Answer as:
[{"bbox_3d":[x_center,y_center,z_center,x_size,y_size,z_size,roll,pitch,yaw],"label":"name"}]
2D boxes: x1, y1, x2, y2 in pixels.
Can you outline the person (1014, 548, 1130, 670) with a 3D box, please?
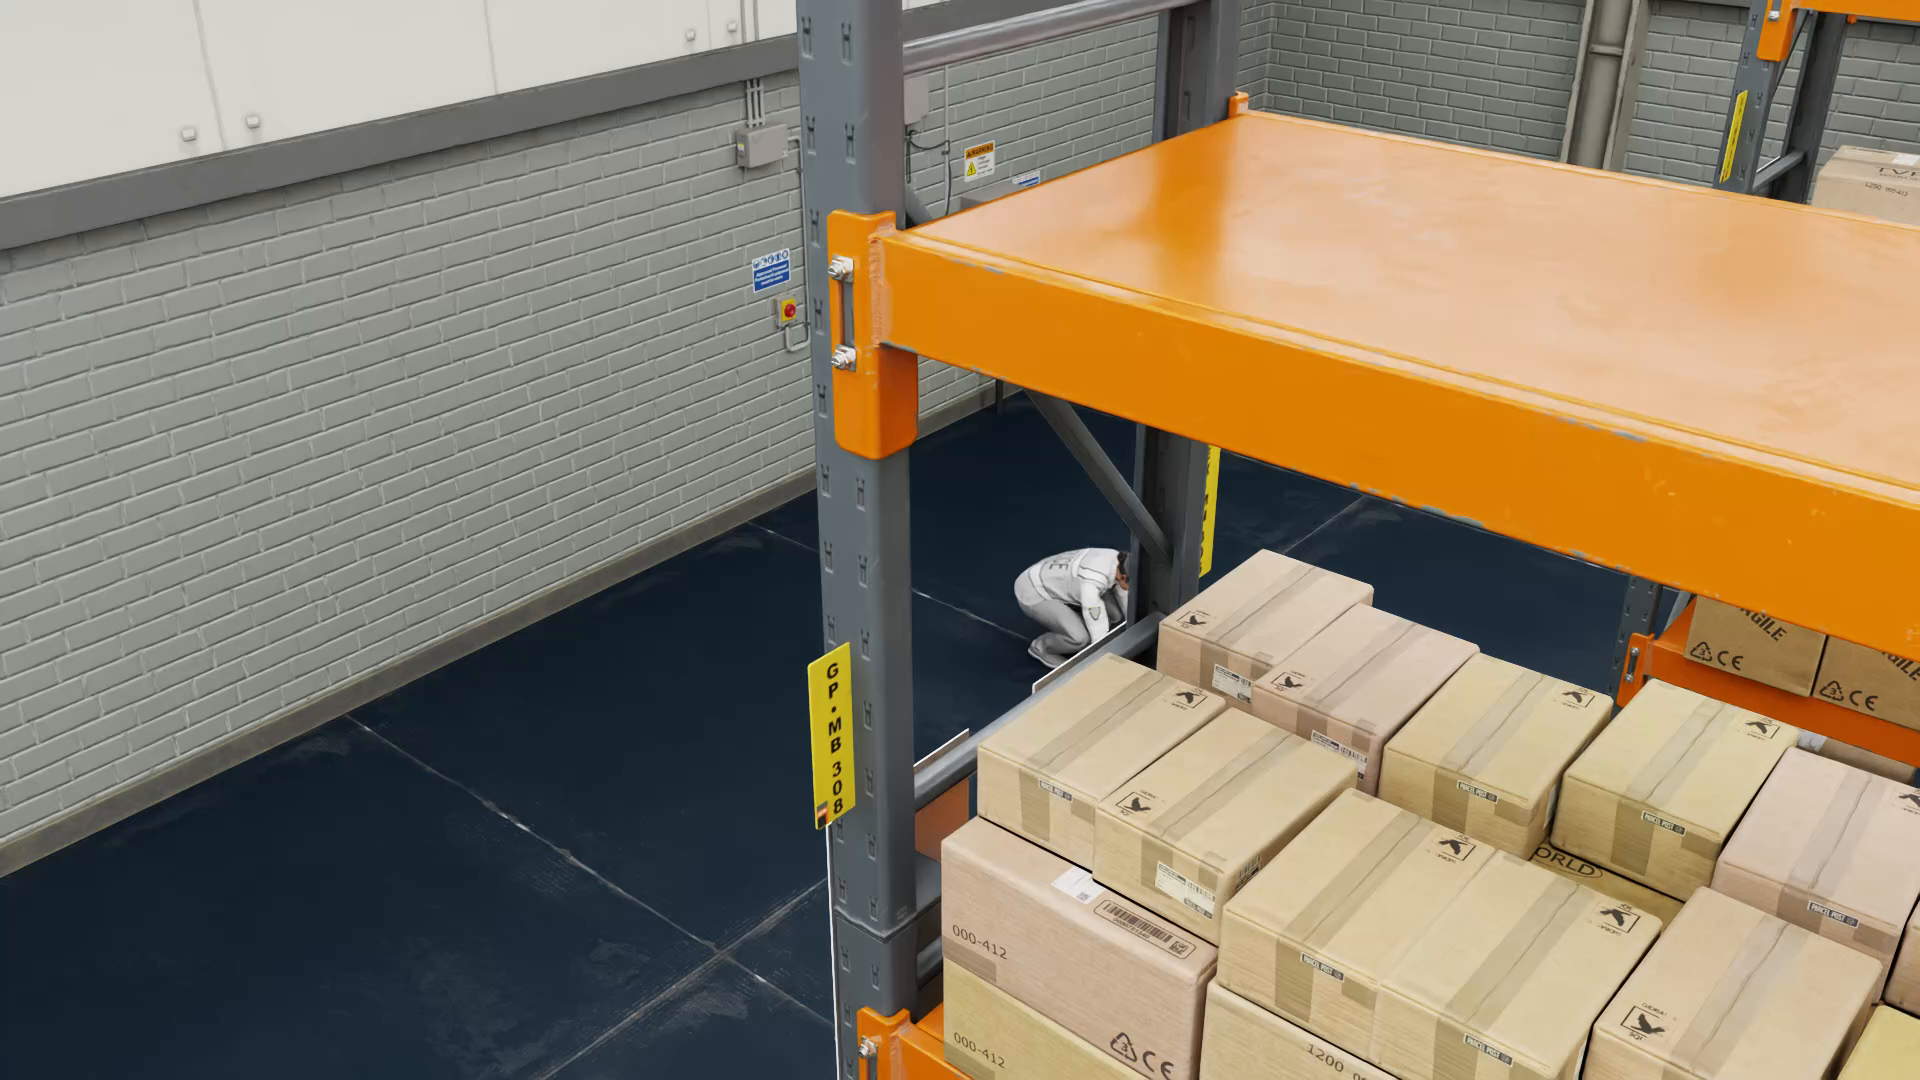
[{"bbox_3d":[0.722,0.354,9.305,0.862,0.848,0.475,21,34,34],"label":"person"}]
